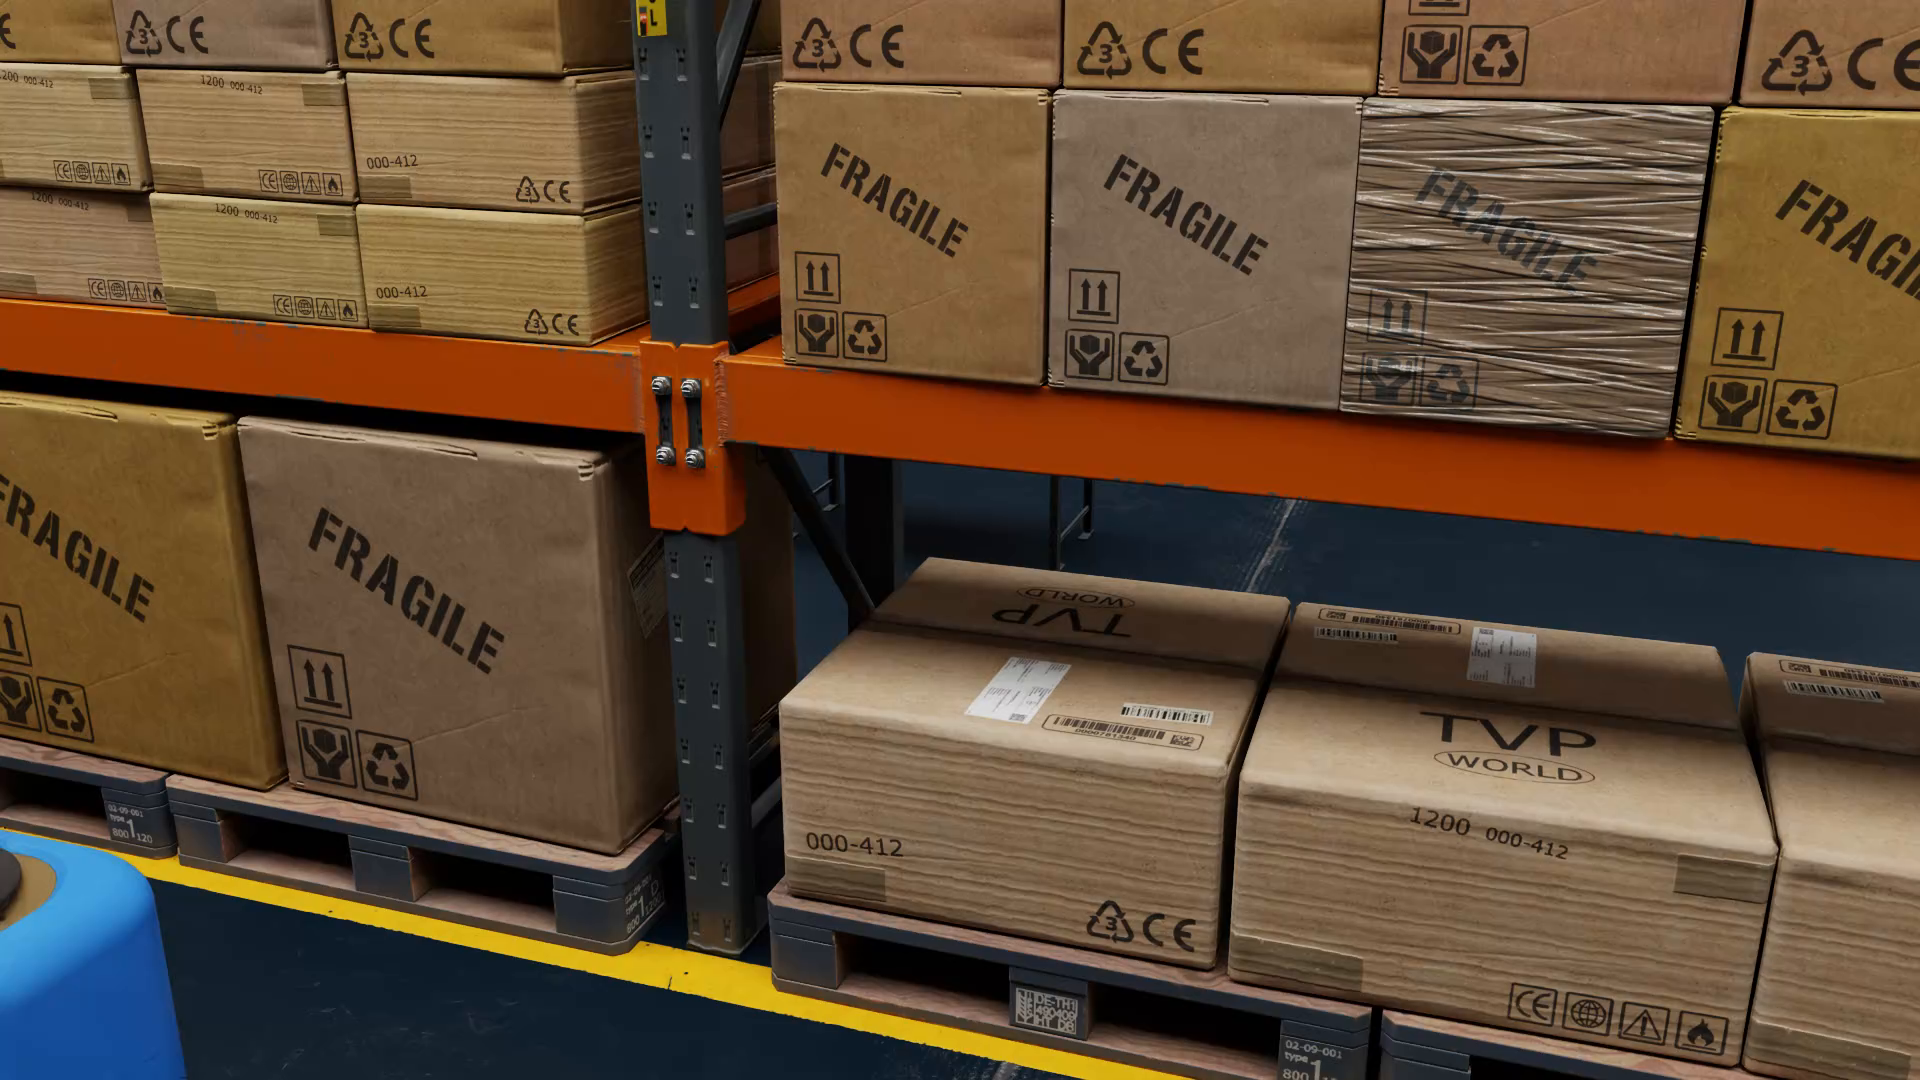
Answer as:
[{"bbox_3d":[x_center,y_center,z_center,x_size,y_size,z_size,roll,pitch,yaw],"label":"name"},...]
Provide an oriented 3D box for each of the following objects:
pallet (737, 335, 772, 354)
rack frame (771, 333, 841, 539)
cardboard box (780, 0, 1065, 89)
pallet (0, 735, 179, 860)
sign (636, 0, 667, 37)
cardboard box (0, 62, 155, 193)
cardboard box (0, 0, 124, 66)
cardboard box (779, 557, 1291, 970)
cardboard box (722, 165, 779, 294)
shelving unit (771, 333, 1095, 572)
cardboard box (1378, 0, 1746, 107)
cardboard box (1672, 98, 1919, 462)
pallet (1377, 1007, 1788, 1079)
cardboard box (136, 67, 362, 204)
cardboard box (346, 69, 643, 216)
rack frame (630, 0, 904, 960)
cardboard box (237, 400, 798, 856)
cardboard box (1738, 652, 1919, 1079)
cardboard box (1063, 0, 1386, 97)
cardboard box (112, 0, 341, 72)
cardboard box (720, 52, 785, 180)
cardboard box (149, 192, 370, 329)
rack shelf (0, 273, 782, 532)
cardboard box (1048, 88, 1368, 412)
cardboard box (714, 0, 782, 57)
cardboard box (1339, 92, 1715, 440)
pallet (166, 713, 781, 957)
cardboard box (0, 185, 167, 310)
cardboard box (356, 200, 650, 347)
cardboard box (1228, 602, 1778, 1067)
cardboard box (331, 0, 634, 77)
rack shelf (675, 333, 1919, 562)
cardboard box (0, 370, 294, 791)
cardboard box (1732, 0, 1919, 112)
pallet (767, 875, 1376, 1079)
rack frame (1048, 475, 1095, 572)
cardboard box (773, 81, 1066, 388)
[{"bbox_3d":[-0.725,-1.137,9.016,1.213,0.211,1.003,7,20,18],"label":"pallet"},{"bbox_3d":[-0.561,-0.772,6.013,0.032,1.500,0.500,7,20,18],"label":"rack frame"},{"bbox_3d":[0.008,-1.081,2.950,0.500,0.500,0.500,7,20,18],"label":"cardboard box"},{"bbox_3d":[-2.272,0.437,4.501,1.213,0.211,1.003,7,20,18],"label":"pallet"},{"bbox_3d":[-0.531,-1.028,2.830,0.005,0.325,0.100,7,20,18],"label":"sign"},{"bbox_3d":[-1.824,-0.932,3.660,0.500,0.250,0.500,7,20,19],"label":"cardboard box"},{"bbox_3d":[-1.830,-1.292,3.556,0.500,0.500,0.500,7,20,20],"label":"cardboard box"},{"bbox_3d":[0.196,0.424,3.556,0.875,0.438,0.875,6,20,17],"label":"cardboard box"},{"bbox_3d":[-0.691,-0.747,3.891,0.500,0.250,0.500,6,20,17],"label":"cardboard box"},{"bbox_3d":[-0.081,-0.717,5.856,1.048,1.500,0.538,7,20,18],"label":"shelving unit"},{"bbox_3d":[0.964,-0.966,2.619,0.500,0.500,0.500,7,20,19],"label":"cardboard box"},{"bbox_3d":[1.424,-0.437,2.620,0.500,0.500,0.500,7,20,20],"label":"cardboard box"},{"bbox_3d":[1.487,0.866,3.271,1.213,0.211,1.003,7,20,18],"label":"pallet"},{"bbox_3d":[-1.333,-0.877,3.505,0.500,0.250,0.500,7,20,19],"label":"cardboard box"},{"bbox_3d":[-0.858,-0.826,3.356,0.500,0.250,0.500,7,20,18],"label":"cardboard box"},{"bbox_3d":[-0.362,-0.688,3.494,0.127,3.000,1.000,7,20,18],"label":"rack frame"},{"bbox_3d":[-0.974,0.074,3.896,0.875,0.875,0.875,7,20,20],"label":"cardboard box"},{"bbox_3d":[1.893,0.619,2.999,0.875,0.438,0.875,7,20,20],"label":"cardboard box"},{"bbox_3d":[0.483,-1.025,2.787,0.500,0.500,0.500,6,20,17],"label":"cardboard box"},{"bbox_3d":[-1.358,-1.232,3.381,0.500,0.500,0.500,7,20,19],"label":"cardboard box"},{"bbox_3d":[-0.685,-0.989,3.824,0.500,0.250,0.500,6,20,16],"label":"cardboard box"},{"bbox_3d":[-1.349,-0.643,3.592,0.500,0.250,0.500,6,20,17],"label":"cardboard box"},{"bbox_3d":[-2.251,-0.565,4.232,4.000,0.370,1.077,7,20,18],"label":"rack shelf"},{"bbox_3d":[0.469,-0.548,2.939,0.500,0.500,0.500,7,20,18],"label":"cardboard box"},{"bbox_3d":[-0.683,-1.345,3.706,0.500,0.500,0.500,7,20,19],"label":"cardboard box"},{"bbox_3d":[0.937,-0.492,2.779,0.500,0.500,0.500,7,20,18],"label":"cardboard box"},{"bbox_3d":[-1.116,0.568,4.125,1.213,0.211,1.003,7,20,18],"label":"pallet"},{"bbox_3d":[-1.820,-0.704,3.765,0.500,0.250,0.500,6,20,17],"label":"cardboard box"},{"bbox_3d":[-0.868,-0.588,3.433,0.500,0.250,0.500,6,20,17],"label":"cardboard box"},{"bbox_3d":[1.042,0.521,3.280,0.875,0.438,0.875,6,20,16],"label":"cardboard box"},{"bbox_3d":[-0.866,-1.178,3.228,0.500,0.500,0.500,7,20,20],"label":"cardboard box"},{"bbox_3d":[1.527,-0.133,2.993,4.000,0.370,1.077,7,20,18],"label":"rack shelf"},{"bbox_3d":[-1.830,-0.021,4.169,0.875,0.875,0.875,7,20,20],"label":"cardboard box"},{"bbox_3d":[1.439,-0.910,2.460,0.500,0.500,0.500,6,20,18],"label":"cardboard box"},{"bbox_3d":[0.331,0.735,3.648,1.213,0.211,1.003,7,20,18],"label":"pallet"},{"bbox_3d":[0.400,-0.663,5.698,0.032,1.500,0.500,7,20,18],"label":"rack frame"},{"bbox_3d":[-0.005,-0.604,3.099,0.500,0.500,0.500,7,20,20],"label":"cardboard box"}]
